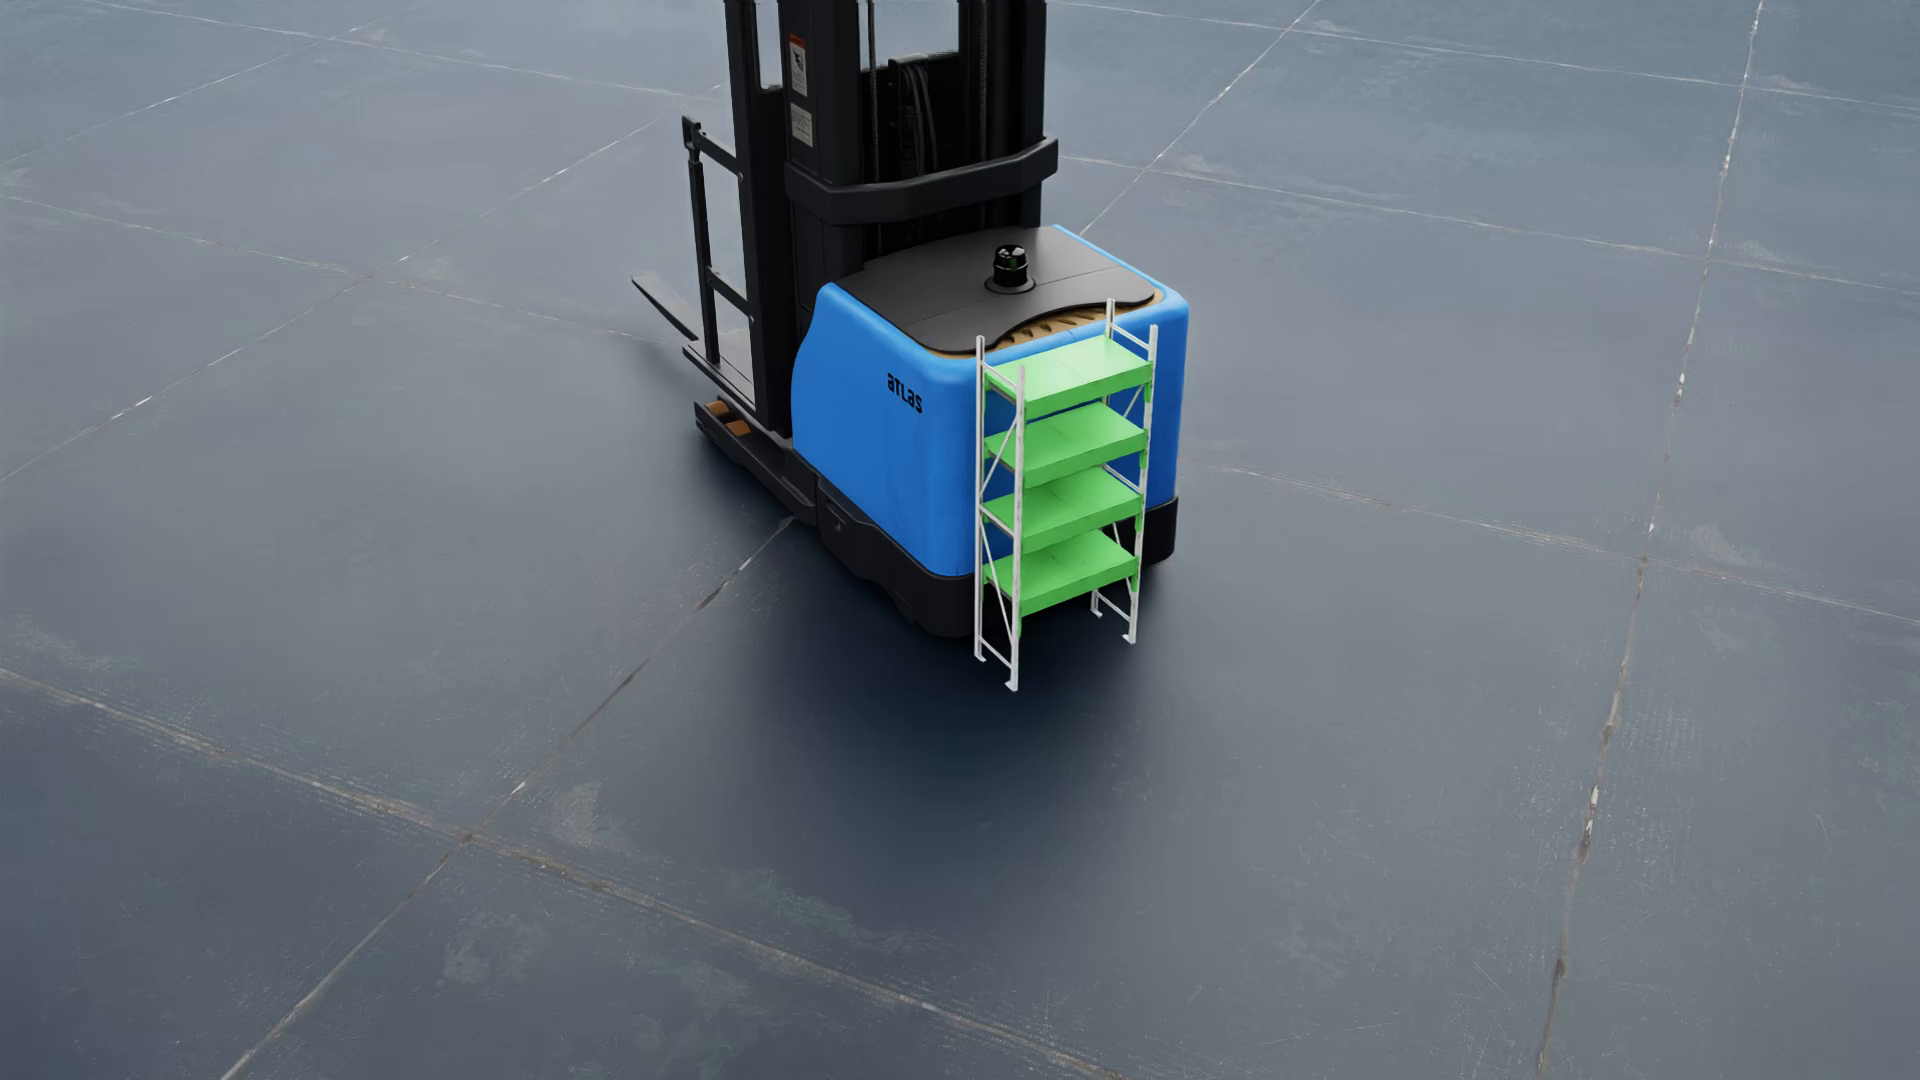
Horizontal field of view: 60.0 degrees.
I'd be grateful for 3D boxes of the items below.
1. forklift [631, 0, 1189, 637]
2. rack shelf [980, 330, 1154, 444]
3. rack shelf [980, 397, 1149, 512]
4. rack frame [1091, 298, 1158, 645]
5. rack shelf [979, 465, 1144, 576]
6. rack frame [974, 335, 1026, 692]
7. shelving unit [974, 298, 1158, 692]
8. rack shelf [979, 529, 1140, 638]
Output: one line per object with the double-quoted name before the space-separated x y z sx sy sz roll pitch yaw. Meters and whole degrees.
"forklift" -0.433 -1.668 6.121 1.130 2.935 3.031 -19 38 -27
"rack shelf" 0.326 -0.476 5.123 0.480 0.148 0.258 -19 38 -27
"rack shelf" 0.326 -0.275 5.255 0.480 0.148 0.258 -19 38 -27
"rack frame" 0.532 -0.200 5.461 0.015 1.200 0.240 -19 38 -27
"rack shelf" 0.326 -0.075 5.386 0.480 0.148 0.258 -19 38 -27
"rack frame" 0.120 -0.056 5.242 0.015 1.200 0.240 -19 38 -27
"shelving unit" 0.326 -0.128 5.351 0.503 1.200 0.258 -19 38 -27
"rack shelf" 0.326 0.126 5.518 0.480 0.148 0.258 -19 38 -27
